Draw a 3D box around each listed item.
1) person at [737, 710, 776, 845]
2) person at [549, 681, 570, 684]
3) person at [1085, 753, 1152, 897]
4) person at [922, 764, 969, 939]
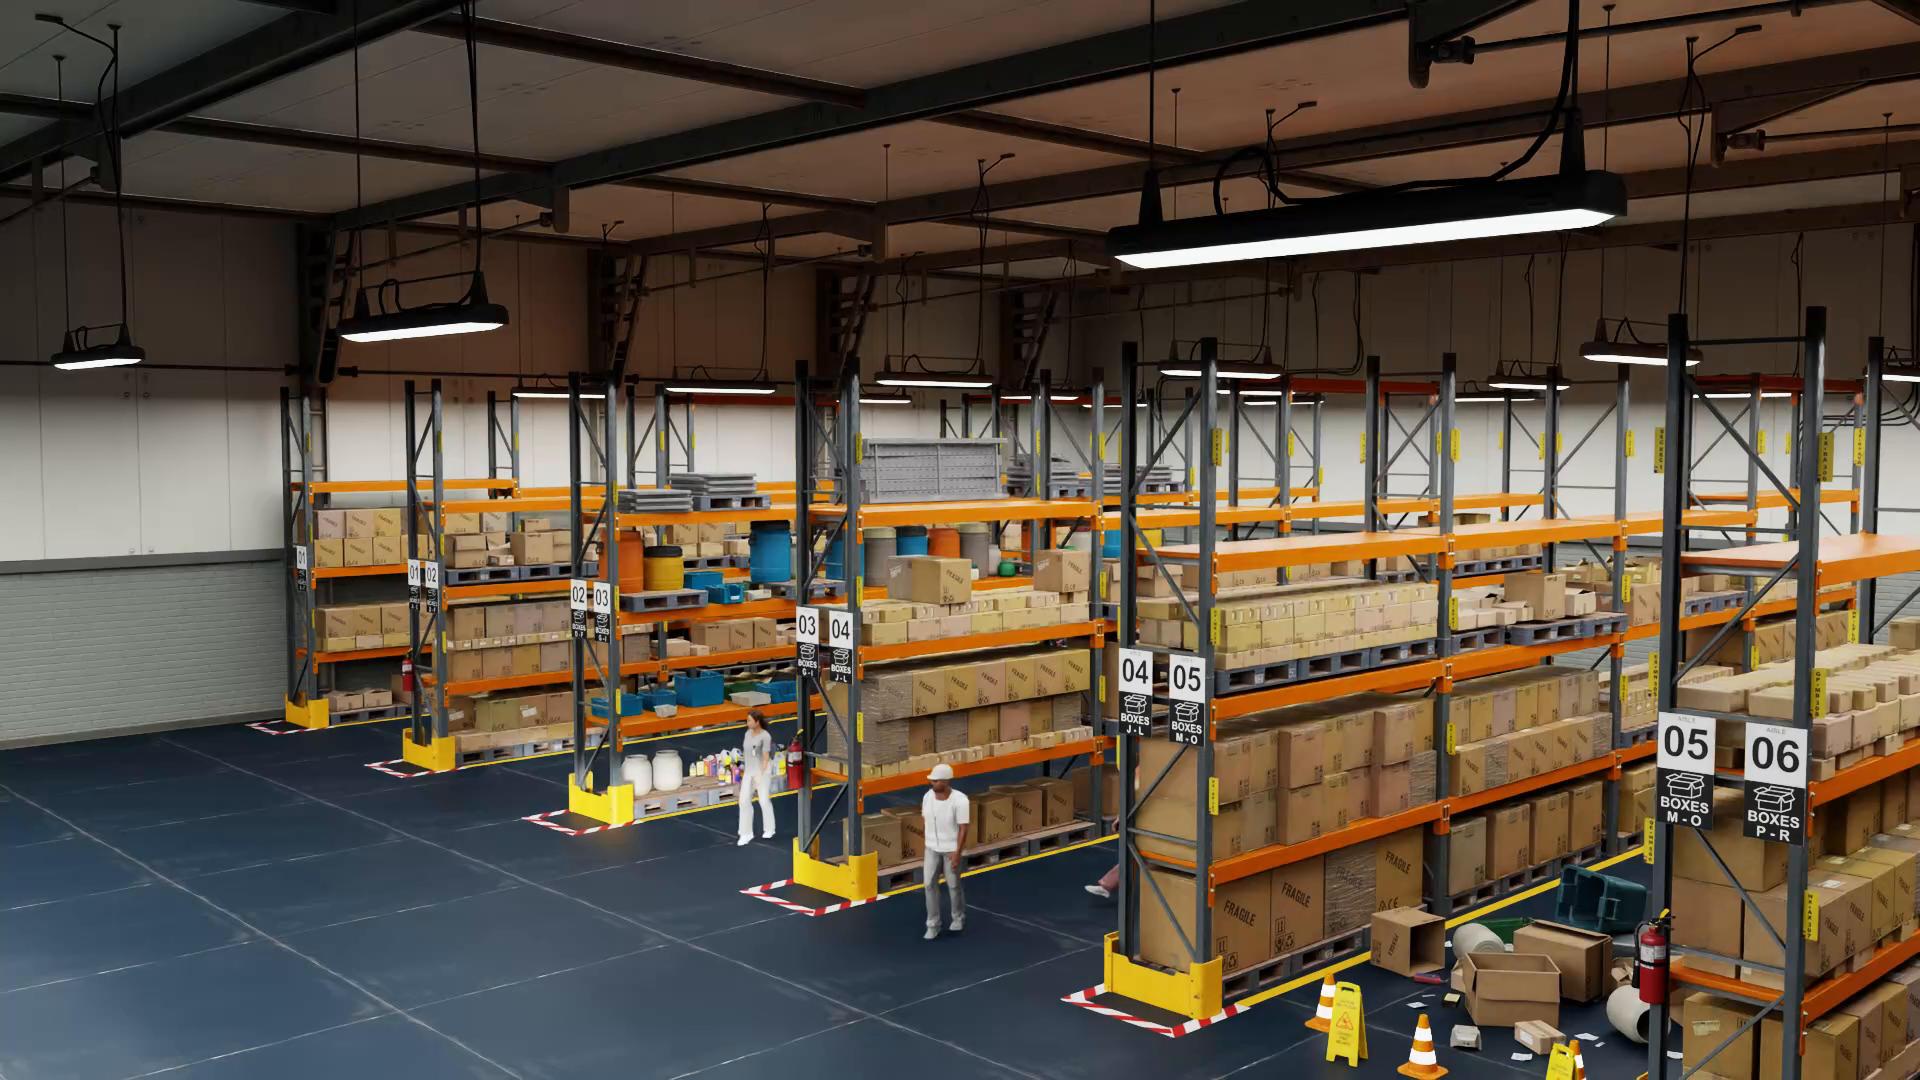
[{"bbox_3d":[-2.579,3.013,21.074,0.464,1.738,0.641,2,4,30],"label":"person"},{"bbox_3d":[-7.334,2.390,30.283,0.495,1.632,0.940,1,4,20],"label":"person"},{"bbox_3d":[1.875,3.158,18.422,1.075,1.614,0.470,-1,4,-9],"label":"person"},{"bbox_3d":[-0.161,3.144,17.139,0.598,1.696,0.576,2,4,28],"label":"person"}]
